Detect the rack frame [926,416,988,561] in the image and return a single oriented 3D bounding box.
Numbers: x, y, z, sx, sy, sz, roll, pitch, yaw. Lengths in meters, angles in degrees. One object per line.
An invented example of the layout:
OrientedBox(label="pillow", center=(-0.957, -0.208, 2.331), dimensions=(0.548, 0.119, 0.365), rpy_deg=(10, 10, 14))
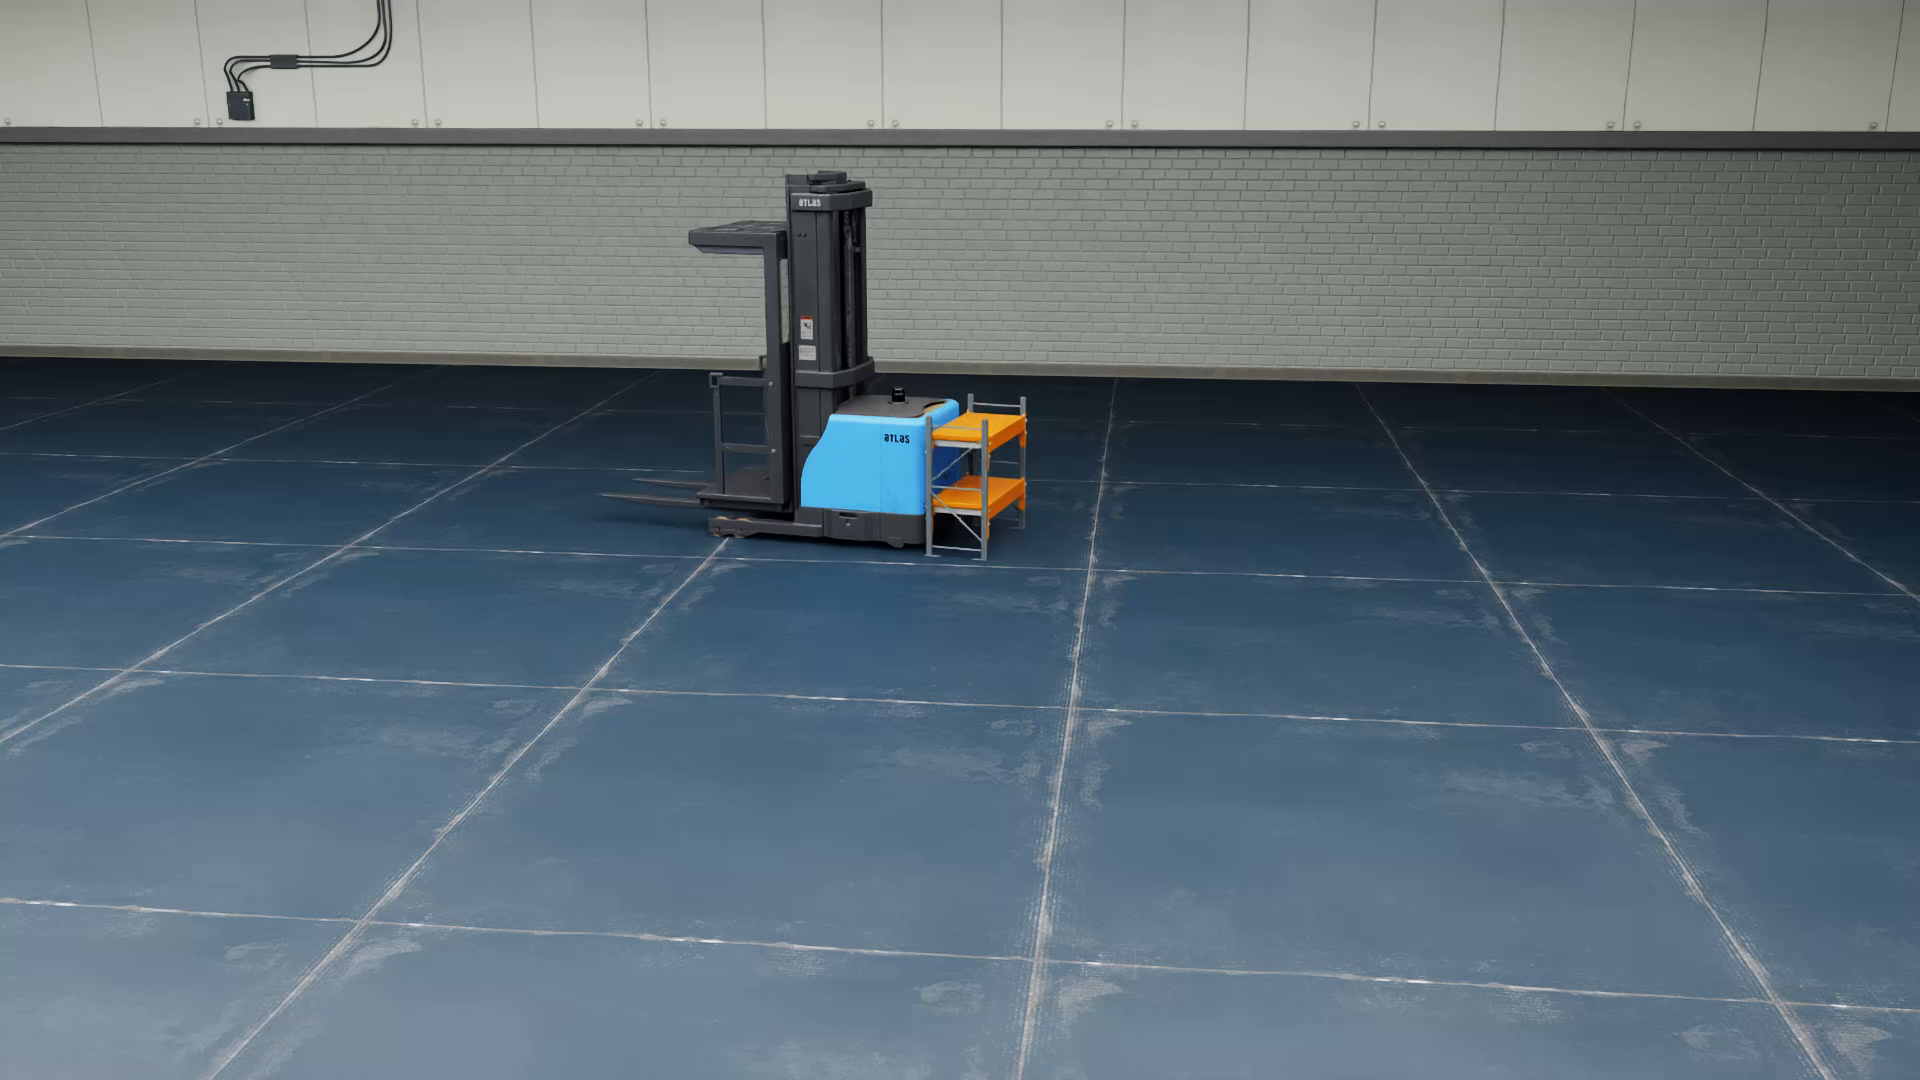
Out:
OrientedBox(label="rack frame", center=(-0.025, -0.401, 12.989), dimensions=(0.500, 1.125, 0.032), rpy_deg=(5, 16, 18))

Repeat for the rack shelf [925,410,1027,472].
OrientedBox(label="rack shelf", center=(0.140, -0.809, 13.377), dimensions=(0.538, 0.278, 1.000), rpy_deg=(5, 16, 18))

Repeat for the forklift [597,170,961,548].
OrientedBox(label="forklift", center=(-1.569, -1.553, 13.791), dimensions=(3.031, 2.935, 1.130), rpy_deg=(5, 16, 17))

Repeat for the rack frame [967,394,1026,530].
OrientedBox(label="rack frame", center=(0.305, -0.652, 13.918), dimensions=(0.500, 1.125, 0.032), rpy_deg=(5, 16, 18))

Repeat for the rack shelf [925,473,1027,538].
OrientedBox(label="rack shelf", center=(0.140, -0.290, 13.517), dimensions=(0.538, 0.278, 1.000), rpy_deg=(5, 16, 18))

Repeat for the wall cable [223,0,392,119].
OrientedBox(label="wall cable", center=(-8.427, -8.383, 20.909), dimensions=(2.305, 6.003, 0.169), rpy_deg=(2, 15, 6))

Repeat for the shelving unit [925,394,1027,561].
OrientedBox(label="shelving unit", center=(0.140, -0.526, 13.454), dimensions=(0.538, 1.125, 1.048), rpy_deg=(5, 16, 18))
